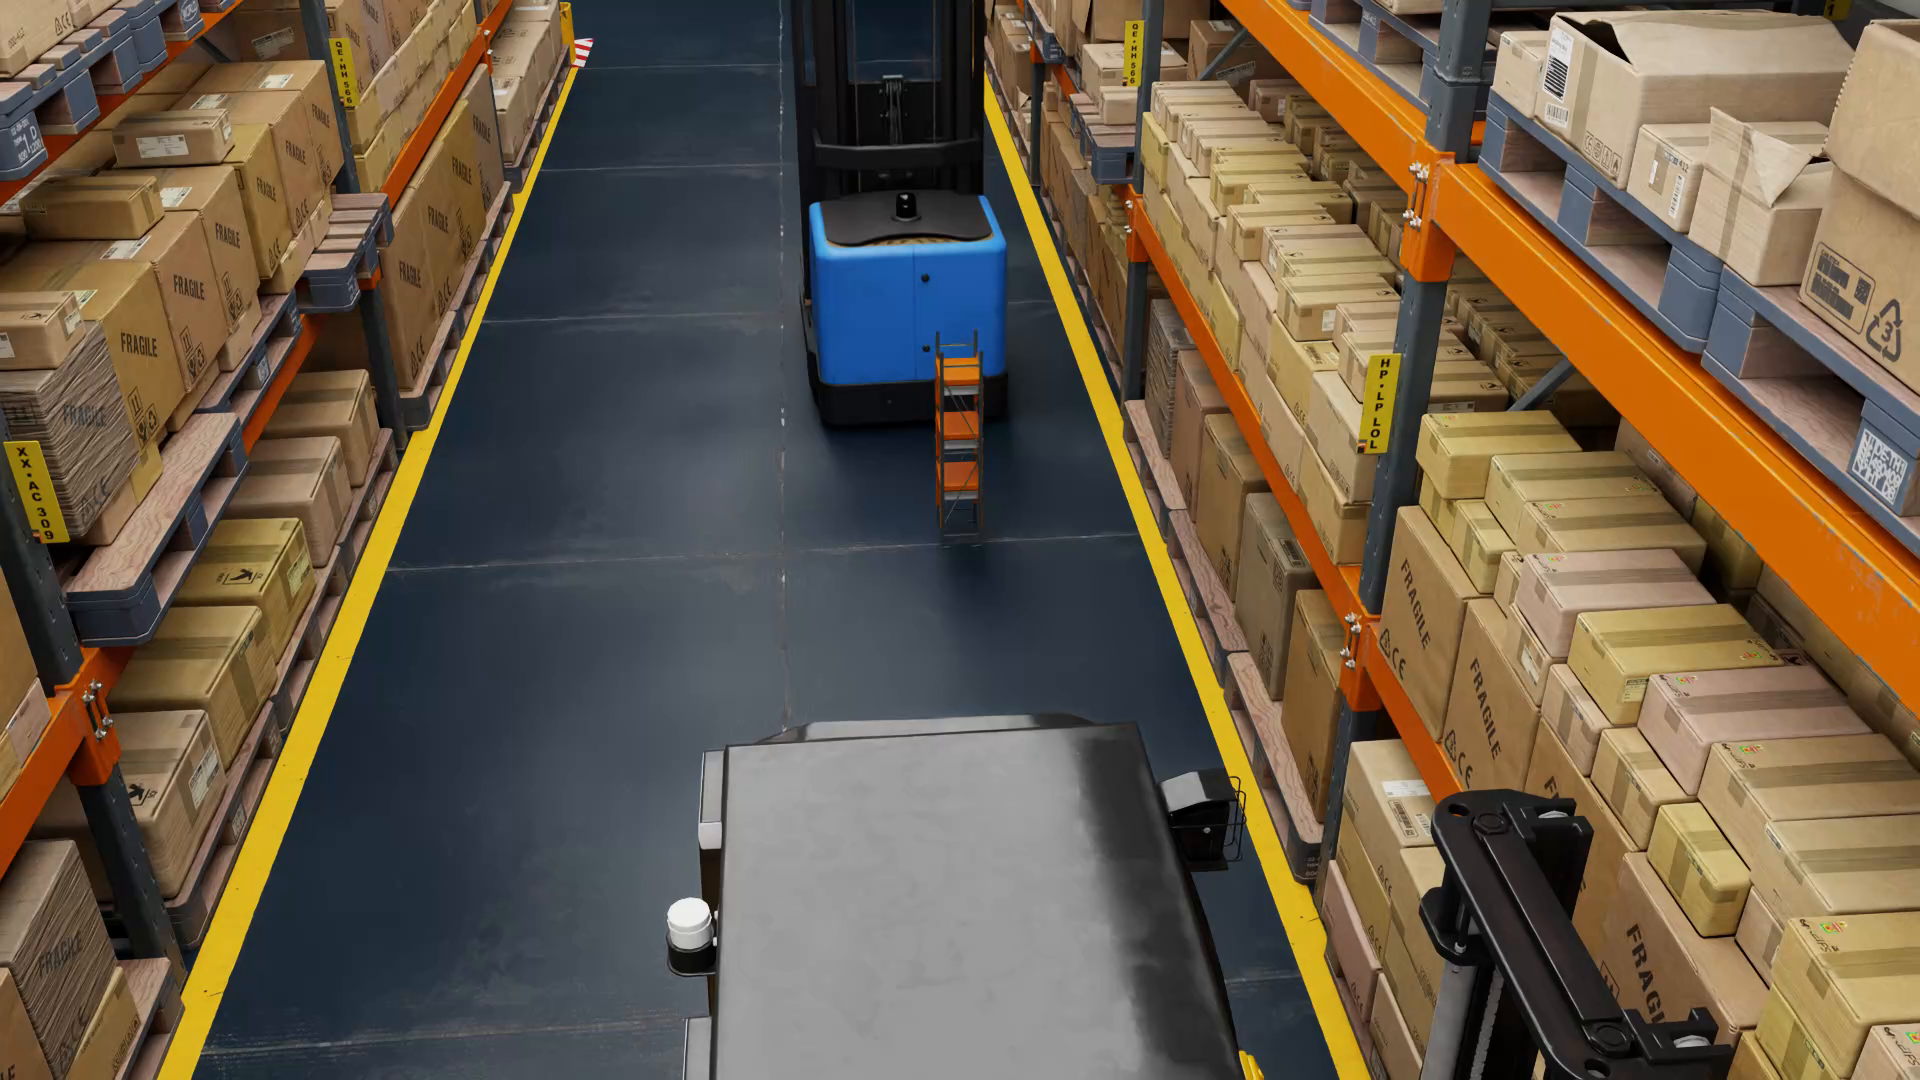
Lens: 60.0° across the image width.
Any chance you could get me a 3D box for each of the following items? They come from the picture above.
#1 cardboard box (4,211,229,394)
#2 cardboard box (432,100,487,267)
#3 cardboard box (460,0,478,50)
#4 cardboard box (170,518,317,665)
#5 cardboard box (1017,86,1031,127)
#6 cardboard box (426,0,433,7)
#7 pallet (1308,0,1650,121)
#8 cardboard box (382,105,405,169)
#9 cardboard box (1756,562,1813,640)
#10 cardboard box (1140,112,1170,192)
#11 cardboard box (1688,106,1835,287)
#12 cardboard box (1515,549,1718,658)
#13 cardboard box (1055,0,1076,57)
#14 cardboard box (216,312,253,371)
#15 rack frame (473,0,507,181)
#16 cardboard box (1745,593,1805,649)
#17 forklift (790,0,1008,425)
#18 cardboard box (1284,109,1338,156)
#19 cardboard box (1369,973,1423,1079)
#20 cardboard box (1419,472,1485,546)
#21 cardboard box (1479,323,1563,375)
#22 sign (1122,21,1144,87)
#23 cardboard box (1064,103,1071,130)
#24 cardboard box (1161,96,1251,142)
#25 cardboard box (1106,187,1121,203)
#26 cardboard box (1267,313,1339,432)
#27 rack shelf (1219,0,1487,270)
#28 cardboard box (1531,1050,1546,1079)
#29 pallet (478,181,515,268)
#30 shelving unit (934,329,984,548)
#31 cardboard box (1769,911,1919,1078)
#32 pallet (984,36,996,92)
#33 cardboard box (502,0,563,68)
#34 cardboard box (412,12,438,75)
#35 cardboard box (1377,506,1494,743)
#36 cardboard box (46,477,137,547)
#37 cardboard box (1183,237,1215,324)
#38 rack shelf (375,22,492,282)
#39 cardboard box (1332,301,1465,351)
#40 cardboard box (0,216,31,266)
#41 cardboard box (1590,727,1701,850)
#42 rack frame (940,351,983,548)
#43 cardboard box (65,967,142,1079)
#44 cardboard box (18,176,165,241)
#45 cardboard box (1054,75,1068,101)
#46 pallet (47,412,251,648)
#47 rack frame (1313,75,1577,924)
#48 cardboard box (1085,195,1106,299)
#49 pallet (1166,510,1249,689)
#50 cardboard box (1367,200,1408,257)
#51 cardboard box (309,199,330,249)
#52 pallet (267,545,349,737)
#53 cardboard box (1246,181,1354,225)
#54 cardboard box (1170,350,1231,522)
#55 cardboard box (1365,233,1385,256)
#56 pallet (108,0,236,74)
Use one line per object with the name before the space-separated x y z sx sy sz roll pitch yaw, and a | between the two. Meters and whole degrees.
cardboard box | -2.992 -0.844 5.941 0.500 0.500 0.500 -3 31 -5
cardboard box | -3.671 -2.310 10.855 0.875 0.875 0.875 -2 31 -3
cardboard box | -3.608 -3.535 11.389 0.500 0.250 0.500 -3 31 -6
cardboard box | -3.342 0.227 7.098 0.950 0.372 0.625 -2 31 -3
cardboard box | 0.663 -3.515 13.466 0.396 0.266 0.258 -2 31 -3
cardboard box | -3.526 -3.548 10.193 0.500 0.500 0.500 -2 31 -3
pallet | 1.693 -1.626 5.309 0.805 0.209 1.217 -4 31 -7
cardboard box | -3.388 -2.232 9.209 0.500 0.250 0.500 -4 31 -6
cardboard box | 2.225 0.118 4.108 0.380 0.149 0.250 -3 31 -6
cardboard box | 1.188 -1.924 8.205 0.500 0.250 0.500 -3 31 -5
cardboard box | 1.625 -0.652 3.115 0.396 0.266 0.258 -3 31 -6
cardboard box | 1.591 0.152 4.050 0.380 0.149 0.250 -2 31 -3
cardboard box | 0.985 -3.356 10.436 0.700 0.500 0.500 -3 31 -5
cardboard box | -2.985 -0.768 6.446 0.380 0.149 0.250 -2 31 -3
rack frame | -3.901 -3.816 11.713 1.000 3.000 0.127 -3 31 -5
cardboard box | 2.211 0.251 4.174 0.380 0.149 0.250 -3 31 -4
forklift | -0.437 -2.630 9.795 1.130 2.935 3.031 -4 31 -6
cardboard box | 1.745 -1.915 7.801 0.380 0.149 0.250 -3 31 -5
cardboard box | 1.567 1.550 5.001 0.500 0.250 0.500 -3 31 -6
cardboard box | 1.556 -0.117 4.791 0.380 0.149 0.250 -3 31 -5
cardboard box | 1.996 -0.622 5.636 0.380 0.149 0.250 -4 31 -6
sign | 0.875 -2.446 8.367 0.100 0.325 0.005 -3 31 -5
cardboard box | 0.948 -2.977 11.705 0.380 0.149 0.250 -4 31 -7
cardboard box | 1.177 -2.022 7.979 0.380 0.149 0.250 -2 31 -4
cardboard box | 1.100 -2.050 10.153 0.380 0.149 0.250 -2 31 -3
cardboard box | 1.432 -0.622 6.025 0.500 0.250 0.500 -4 31 -6
rack shelf | 1.601 -1.971 6.401 1.077 0.370 4.000 -3 31 -5
cardboard box | 1.617 1.377 4.317 0.500 0.250 0.500 -2 31 -3
pallet | -3.754 -2.228 11.775 1.003 0.211 1.213 -3 31 -5
shelving unit | -0.005 -0.478 8.027 0.215 1.050 0.252 -3 31 -5
cardboard box | 1.700 0.802 2.961 0.380 0.149 0.250 -2 31 -4
pallet | 0.750 -4.455 15.502 1.003 0.211 1.213 -3 31 -5
cardboard box | -4.113 -4.606 15.125 0.875 0.438 0.875 -4 31 -6
cardboard box | -3.444 -2.973 9.961 0.500 0.250 0.500 -2 31 -4
cardboard box | 1.570 0.225 4.851 0.500 0.500 0.500 -4 31 -6
cardboard box | -2.891 -0.101 5.330 0.380 0.149 0.250 -2 31 -4
cardboard box | 1.310 -1.191 7.465 0.500 0.250 0.500 -4 31 -6
rack shelf | -3.714 -2.486 10.188 1.077 0.370 4.000 -3 31 -5
cardboard box | 1.523 -0.715 5.791 0.380 0.149 0.250 -3 31 -5
cardboard box | -3.515 -0.824 5.907 0.500 0.500 0.500 -2 31 -3
cardboard box | 1.647 0.538 3.695 0.380 0.149 0.250 -4 31 -6
rack frame | 0.006 -0.416 7.922 0.200 1.050 0.008 -3 31 -5
cardboard box | -2.831 1.558 4.989 0.500 0.250 0.500 -1 31 -2
cardboard box | -3.049 -1.168 5.850 0.380 0.149 0.250 -1 31 -2
cardboard box | 0.881 -3.243 11.859 0.380 0.149 0.250 -4 31 -7
pallet | -3.080 -0.046 5.589 1.003 0.211 1.213 -3 31 -5
rack frame | 1.788 0.029 5.277 1.000 3.000 0.127 -3 31 -5
cardboard box | 1.073 -1.849 10.449 0.500 0.500 0.500 -1 31 -2
pallet | 1.563 0.227 7.663 1.003 0.211 1.213 -3 31 -5
cardboard box | 1.873 -1.263 6.709 0.380 0.149 0.250 -2 31 -4
cardboard box | -3.097 -1.430 7.555 0.380 0.149 0.250 -3 31 -5
pallet | -3.345 0.444 7.301 1.003 0.211 1.213 -3 31 -5
cardboard box | 1.403 -1.371 6.891 0.380 0.149 0.250 -3 31 -5
cardboard box | 1.528 -0.522 8.105 0.875 0.625 0.625 -2 31 -3
cardboard box | 1.866 -1.174 6.948 0.500 0.250 0.500 -3 31 -6
pallet | -3.205 -1.788 5.577 1.213 0.211 1.003 -3 31 -5
